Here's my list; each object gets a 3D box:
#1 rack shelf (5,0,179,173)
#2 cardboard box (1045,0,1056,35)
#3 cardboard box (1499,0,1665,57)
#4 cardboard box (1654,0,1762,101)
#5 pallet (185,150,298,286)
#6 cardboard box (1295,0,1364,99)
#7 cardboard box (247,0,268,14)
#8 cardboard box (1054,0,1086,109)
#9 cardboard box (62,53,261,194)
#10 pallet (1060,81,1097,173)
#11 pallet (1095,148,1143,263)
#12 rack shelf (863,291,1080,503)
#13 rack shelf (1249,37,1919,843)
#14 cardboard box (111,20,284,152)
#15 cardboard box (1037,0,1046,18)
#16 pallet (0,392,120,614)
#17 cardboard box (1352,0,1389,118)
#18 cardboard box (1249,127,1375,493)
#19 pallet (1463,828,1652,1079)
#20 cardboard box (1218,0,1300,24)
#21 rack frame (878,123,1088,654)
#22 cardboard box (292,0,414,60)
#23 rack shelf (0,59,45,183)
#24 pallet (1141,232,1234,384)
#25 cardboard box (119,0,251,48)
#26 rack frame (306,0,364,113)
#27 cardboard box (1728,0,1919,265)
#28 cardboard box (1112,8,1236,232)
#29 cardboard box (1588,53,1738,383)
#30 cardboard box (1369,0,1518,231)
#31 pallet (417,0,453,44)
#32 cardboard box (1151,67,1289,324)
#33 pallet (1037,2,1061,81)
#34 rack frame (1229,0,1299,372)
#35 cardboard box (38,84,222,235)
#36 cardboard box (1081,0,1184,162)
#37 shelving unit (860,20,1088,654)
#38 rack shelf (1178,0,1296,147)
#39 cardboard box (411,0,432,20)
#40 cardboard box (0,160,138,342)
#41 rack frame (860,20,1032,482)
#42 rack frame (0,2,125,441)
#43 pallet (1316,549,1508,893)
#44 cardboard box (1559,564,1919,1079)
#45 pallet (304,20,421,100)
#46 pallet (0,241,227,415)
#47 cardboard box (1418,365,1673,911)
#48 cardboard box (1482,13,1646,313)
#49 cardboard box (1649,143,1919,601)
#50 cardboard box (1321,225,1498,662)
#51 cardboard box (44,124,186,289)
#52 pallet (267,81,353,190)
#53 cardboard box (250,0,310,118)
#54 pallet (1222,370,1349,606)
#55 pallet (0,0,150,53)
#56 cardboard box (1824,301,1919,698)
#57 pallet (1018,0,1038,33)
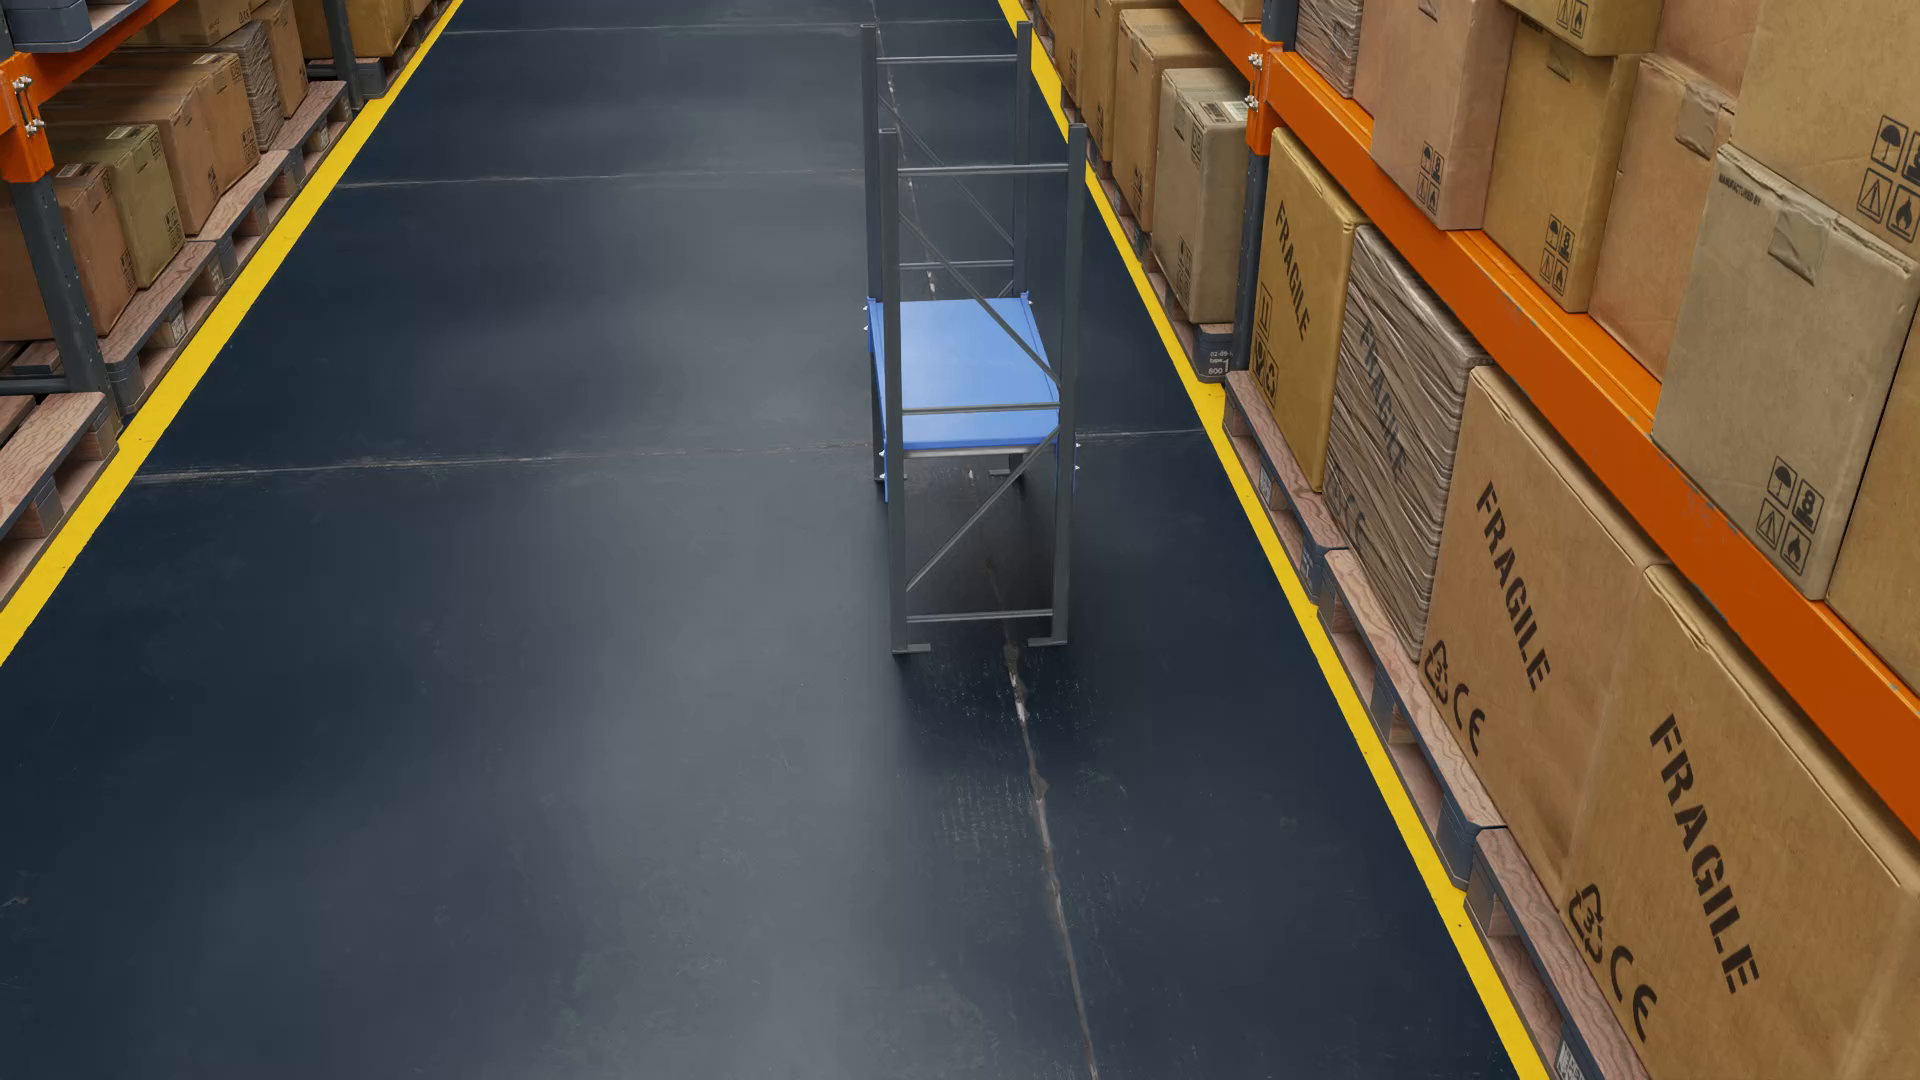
[{"bbox_3d":[-3.647,-2.337,6.939,1.077,0.370,4.000,-3,31,-5],"label":"rack shelf"},{"bbox_3d":[0.793,-3.283,9.850,0.500,0.500,0.500,-3,31,-5],"label":"cardboard box"},{"bbox_3d":[1.626,-1.321,3.337,0.875,0.550,0.500,-3,31,-5],"label":"cardboard box"},{"bbox_3d":[1.805,-1.057,2.894,0.875,0.550,0.550,-3,31,-5],"label":"cardboard box"},{"bbox_3d":[-3.651,-1.449,7.470,1.003,0.211,1.213,-3,31,-5],"label":"pallet"},{"bbox_3d":[1.534,-1.687,5.003,0.875,0.550,0.550,-3,31,-5],"label":"cardboard box"},{"bbox_3d":[-3.741,-2.764,8.229,0.500,0.250,0.500,-2,31,-3],"label":"cardboard box"},{"bbox_3d":[1.082,-2.752,8.717,1.050,0.750,0.750,-3,31,-5],"label":"cardboard box"},{"bbox_3d":[-3.627,-1.870,7.464,0.700,0.500,0.500,0,31,0],"label":"cardboard box"},{"bbox_3d":[1.113,-2.250,8.810,1.003,0.211,1.213,-3,31,-5],"label":"pallet"},{"bbox_3d":[1.224,-1.628,7.770,1.003,0.211,1.213,-3,31,-5],"label":"pallet"},{"bbox_3d":[0.008,-0.446,4.885,0.538,0.185,1.000,-3,31,-5],"label":"rack shelf"},{"bbox_3d":[1.675,-0.481,3.831,1.077,0.370,4.000,-3,31,-5],"label":"rack shelf"},{"bbox_3d":[-3.686,-2.159,7.948,0.700,0.500,0.500,-5,31,-9],"label":"cardboard box"},{"bbox_3d":[0.748,-3.549,10.294,0.500,0.500,0.500,-2,31,-3],"label":"cardboard box"},{"bbox_3d":[-3.362,-0.086,5.189,1.003,0.211,1.213,-3,31,-5],"label":"pallet"},{"bbox_3d":[1.608,-1.408,4.535,0.875,0.550,0.550,-3,31,-5],"label":"cardboard box"},{"bbox_3d":[1.477,-0.754,5.250,0.875,0.875,0.875,-2,31,-4],"label":"cardboard box"},{"bbox_3d":[1.709,1.024,3.329,1.003,0.211,1.213,-3,31,-5],"label":"pallet"},{"bbox_3d":[1.173,-2.107,5.755,0.500,0.500,0.500,-3,31,-5],"label":"cardboard box"},{"bbox_3d":[0.055,-0.341,4.358,0.500,1.500,0.032,-3,31,-5],"label":"rack frame"},{"bbox_3d":[-3.877,-3.288,9.492,1.225,0.875,0.875,-4,31,-7],"label":"cardboard box"},{"bbox_3d":[-3.273,-0.295,3.520,1.077,0.370,4.000,-3,31,-5],"label":"rack shelf"},{"bbox_3d":[1.341,-1.004,6.725,1.003,0.211,1.213,-3,31,-5],"label":"pallet"},{"bbox_3d":[-3.681,-2.494,7.777,0.500,0.250,0.500,1,31,1],"label":"cardboard box"},{"bbox_3d":[-3.833,-3.667,8.464,1.000,3.000,0.127,-3,31,-5],"label":"rack frame"},{"bbox_3d":[1.722,-0.764,2.405,0.875,0.550,0.550,-3,31,-5],"label":"cardboard box"},{"bbox_3d":[1.254,-1.830,7.174,1.050,0.750,0.750,-3,31,-5],"label":"cardboard box"},{"bbox_3d":[1.782,-0.592,3.169,0.875,0.550,0.550,-3,31,-5],"label":"cardboard box"},{"bbox_3d":[1.542,-1.126,4.064,0.875,0.550,0.550,-3,31,-5],"label":"cardboard box"},{"bbox_3d":[-3.943,-3.497,10.899,1.003,0.211,1.213,-3,31,-5],"label":"pallet"},{"bbox_3d":[1.340,-1.338,6.349,1.050,0.750,0.750,-3,31,-5],"label":"cardboard box"},{"bbox_3d":[1.043,-3.055,10.158,1.003,0.211,1.213,-3,31,-5],"label":"pallet"},{"bbox_3d":[1.488,-1.811,5.356,1.000,3.000,0.127,-3,31,-5],"label":"rack frame"},{"bbox_3d":[-3.574,-1.585,6.987,0.700,0.500,0.500,-5,31,-9],"label":"cardboard box"},{"bbox_3d":[1.167,-2.306,7.970,1.050,0.750,0.750,-2,31,-4],"label":"cardboard box"},{"bbox_3d":[0.008,-0.600,4.792,0.538,1.500,1.048,-3,31,-5],"label":"shelving unit"},{"bbox_3d":[1.301,-2.523,7.250,1.077,0.370,4.000,-3,31,-5],"label":"rack shelf"},{"bbox_3d":[-3.953,-3.744,10.255,1.225,0.875,0.875,-3,31,-4],"label":"cardboard box"},{"bbox_3d":[-3.496,-1.055,6.099,0.700,0.500,0.500,-5,31,-8],"label":"cardboard box"},{"bbox_3d":[-0.040,-0.860,5.227,0.500,1.500,0.032,-3,31,-5],"label":"rack frame"},{"bbox_3d":[-3.460,-1.625,5.045,1.000,3.000,0.127,-3,31,-5],"label":"rack frame"},{"bbox_3d":[1.598,0.403,4.370,1.003,0.211,1.213,-3,31,-5],"label":"pallet"},{"bbox_3d":[1.733,0.620,2.949,0.875,0.875,0.875,-3,31,-4],"label":"cardboard box"},{"bbox_3d":[-3.832,-2.876,9.859,1.003,0.211,1.213,-3,31,-5],"label":"pallet"},{"bbox_3d":[-3.534,-0.825,6.425,1.003,0.211,1.213,-3,31,-5],"label":"pallet"},{"bbox_3d":[1.648,0.171,3.701,0.875,0.875,0.875,-3,31,-5],"label":"cardboard box"},{"bbox_3d":[1.691,-0.860,3.619,0.875,0.550,0.500,-3,31,-5],"label":"cardboard box"},{"bbox_3d":[1.709,-0.300,2.681,0.875,0.550,0.550,-3,31,-5],"label":"cardboard box"},{"bbox_3d":[1.565,-0.294,4.480,0.875,0.875,0.875,-3,31,-4],"label":"cardboard box"},{"bbox_3d":[-3.521,-1.299,6.509,0.700,0.500,0.500,-3,31,-5],"label":"cardboard box"},{"bbox_3d":[-3.762,-2.071,8.511,1.003,0.211,1.213,-3,31,-5],"label":"pallet"},{"bbox_3d":[-3.751,-2.441,8.421,0.700,0.500,0.500,-4,31,-7],"label":"cardboard box"},{"bbox_3d":[1.481,-0.222,5.415,1.003,0.211,1.213,-3,31,-5],"label":"pallet"},{"bbox_3d":[-3.386,-1.939,5.759,1.003,0.211,1.213,-3,31,-5],"label":"pallet"},{"bbox_3d":[1.782,-0.020,2.212,0.875,0.550,0.550,-3,31,-5],"label":"cardboard box"},{"bbox_3d":[0.932,-3.676,11.199,1.003,0.211,1.213,-3,31,-5],"label":"pallet"}]
